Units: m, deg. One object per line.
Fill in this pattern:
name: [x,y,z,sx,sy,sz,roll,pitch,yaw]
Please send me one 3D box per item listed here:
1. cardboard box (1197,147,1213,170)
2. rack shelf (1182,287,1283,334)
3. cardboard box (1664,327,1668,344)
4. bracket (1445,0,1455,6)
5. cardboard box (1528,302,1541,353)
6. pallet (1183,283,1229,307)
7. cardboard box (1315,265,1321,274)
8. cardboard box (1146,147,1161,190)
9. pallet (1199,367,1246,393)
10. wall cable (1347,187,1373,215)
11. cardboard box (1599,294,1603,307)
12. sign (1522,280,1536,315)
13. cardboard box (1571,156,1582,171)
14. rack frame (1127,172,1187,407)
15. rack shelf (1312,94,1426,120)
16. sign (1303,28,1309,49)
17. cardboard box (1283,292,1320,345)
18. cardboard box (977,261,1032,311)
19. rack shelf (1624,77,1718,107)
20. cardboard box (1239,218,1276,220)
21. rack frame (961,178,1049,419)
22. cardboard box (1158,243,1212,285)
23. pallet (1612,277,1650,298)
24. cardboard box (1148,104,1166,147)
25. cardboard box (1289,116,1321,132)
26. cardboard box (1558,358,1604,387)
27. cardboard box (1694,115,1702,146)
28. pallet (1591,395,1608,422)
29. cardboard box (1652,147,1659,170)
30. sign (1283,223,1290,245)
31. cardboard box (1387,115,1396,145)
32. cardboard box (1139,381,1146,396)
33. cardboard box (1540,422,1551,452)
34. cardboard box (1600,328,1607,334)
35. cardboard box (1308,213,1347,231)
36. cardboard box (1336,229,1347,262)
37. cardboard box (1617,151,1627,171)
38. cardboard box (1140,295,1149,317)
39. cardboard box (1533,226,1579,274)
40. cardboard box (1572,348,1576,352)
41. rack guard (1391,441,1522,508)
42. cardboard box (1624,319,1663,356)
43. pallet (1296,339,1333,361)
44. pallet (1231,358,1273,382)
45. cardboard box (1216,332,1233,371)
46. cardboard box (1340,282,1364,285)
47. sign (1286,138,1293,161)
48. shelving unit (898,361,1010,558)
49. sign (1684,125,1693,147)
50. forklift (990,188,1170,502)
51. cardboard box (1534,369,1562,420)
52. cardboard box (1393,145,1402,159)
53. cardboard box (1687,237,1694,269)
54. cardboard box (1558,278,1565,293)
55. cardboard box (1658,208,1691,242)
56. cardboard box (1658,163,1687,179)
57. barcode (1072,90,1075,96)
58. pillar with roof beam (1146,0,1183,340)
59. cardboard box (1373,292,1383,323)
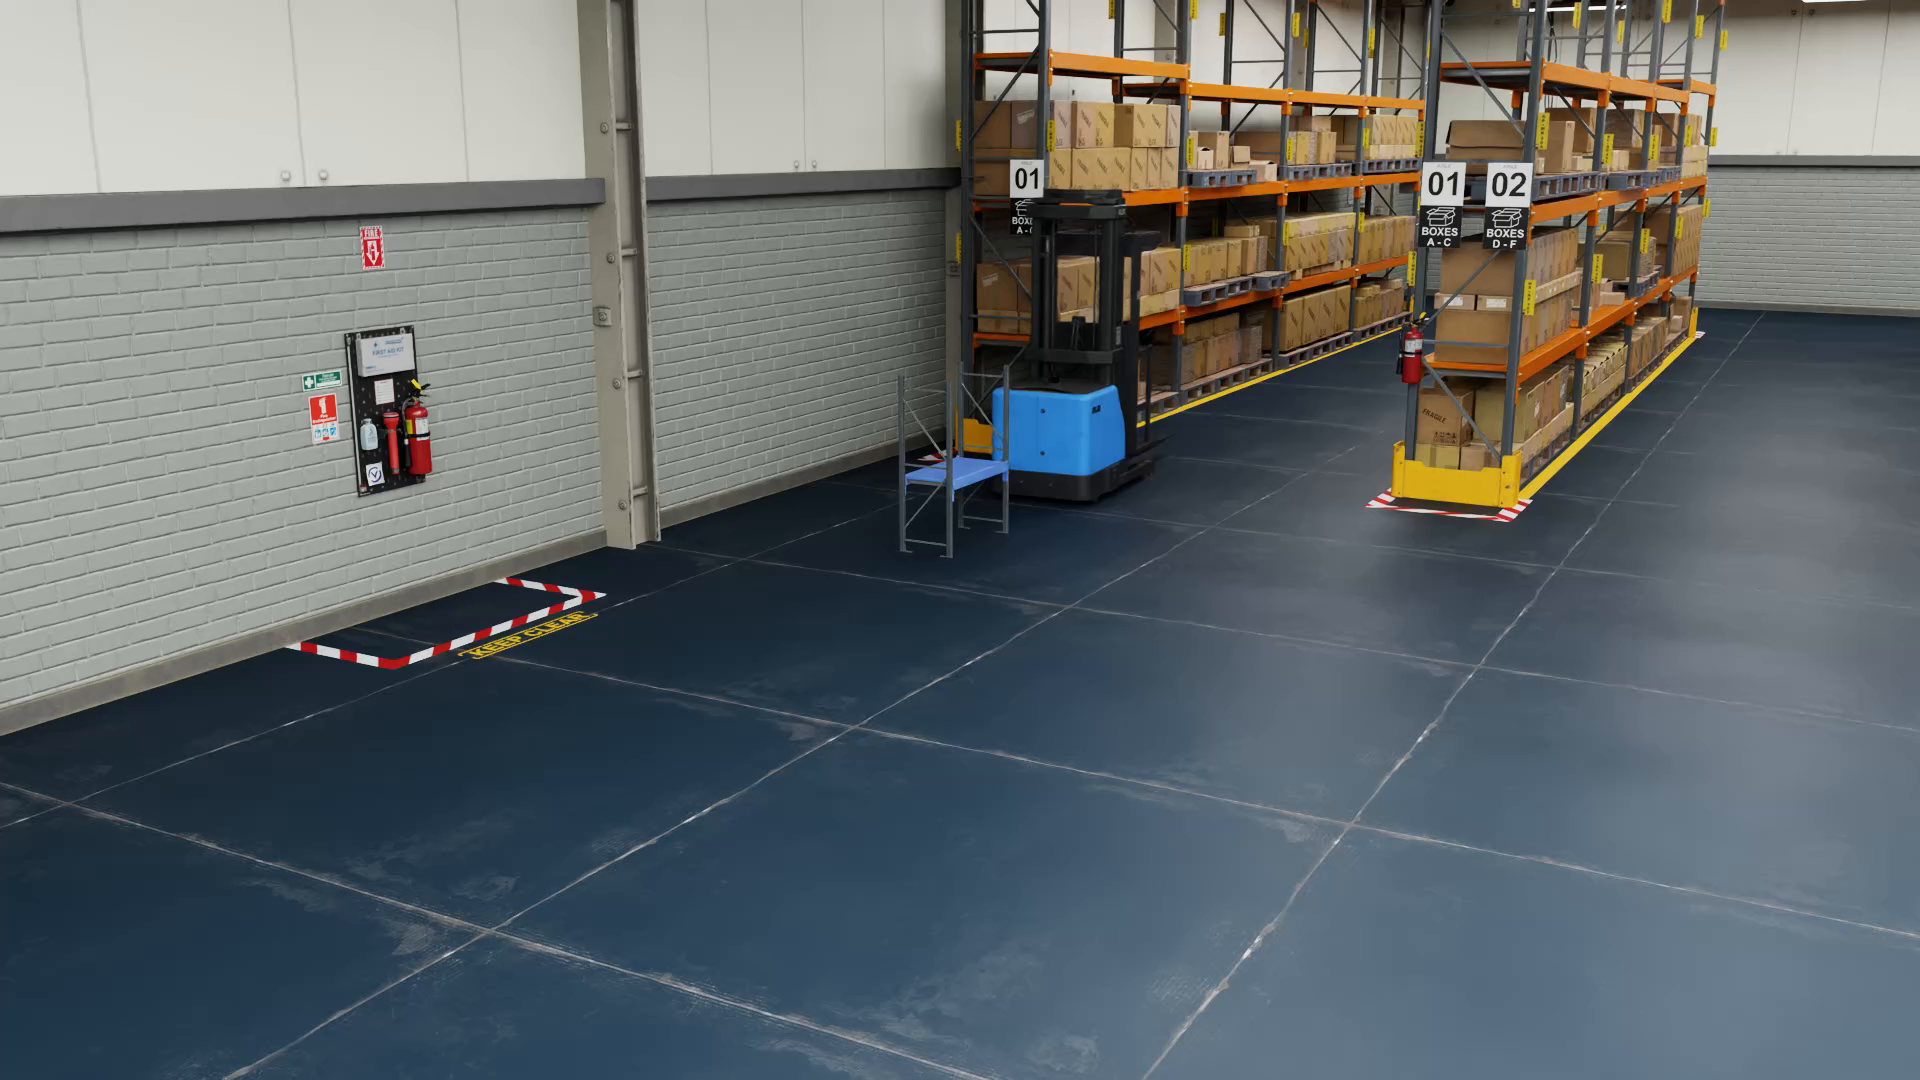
cardboard box: [3.046,-5.093,22.153,0.500,0.311,0.500,8,16,30]
rack shelf: [3.381,-3.305,23.377,1.077,0.370,4.000,7,15,28]
cardboard box: [11.012,-3.294,26.593,0.500,0.311,0.500,7,15,28]
bracket: [10.420,-11.556,35.586,0.235,0.232,0.430,7,15,28]
cardboard box: [5.550,-2.216,17.111,0.700,0.500,0.500,7,15,28]
pallet: [2.911,-3.292,22.196,1.003,0.211,1.213,7,15,28]
cardboard box: [5.575,-4.363,26.724,0.380,0.149,0.250,8,16,30]
cardboard box: [2.131,-4.527,20.255,0.500,0.500,0.500,6,15,23]
pallet: [3.378,-2.300,23.623,1.003,0.211,1.213,7,15,28]
wall cable: [8.006,-6.570,33.218,0.084,1.984,1.851,7,15,28]
cardboard box: [8.119,-3.114,21.588,0.380,0.149,0.250,9,16,32]
sign: [5.301,-2.259,15.486,0.100,0.325,0.005,7,15,28]
cardboard box: [6.408,-4.014,17.724,0.380,0.149,0.250,7,15,28]
rack frame: [2.414,-3.244,21.591,1.000,3.000,0.127,7,15,28]
rack shelf: [7.248,-7.668,29.529,1.077,0.370,4.000,7,15,28]
sign: [5.807,-8.401,27.850,0.100,0.325,0.005,7,15,28]
cardboard box: [5.247,-3.539,26.505,0.750,0.750,0.750,7,15,28]
cardboard box: [0.522,-2.846,18.615,0.500,0.500,0.500,7,15,27]
rack shelf: [11.586,-7.301,27.158,1.077,0.370,4.000,7,15,28]
cardboard box: [4.593,-4.861,25.805,0.500,0.250,0.500,7,15,26]
rack frame: [0.480,-2.424,18.187,1.000,3.000,0.127,7,15,28]
cardboard box: [2.966,-3.721,22.417,0.700,0.500,0.500,9,16,34]
pallet: [8.952,-3.558,23.303,1.213,0.211,1.003,7,15,28]
cardboard box: [2.152,-4.999,20.081,0.500,0.500,0.500,8,16,31]
cardboard box: [5.487,-6.690,26.732,0.500,0.250,0.500,7,15,26]
cardboard box: [7.666,-2.089,20.573,0.500,0.311,0.500,7,15,26]
cardboard box: [12.319,-7.032,28.553,0.700,0.500,0.500,7,15,28]
pallet: [7.663,-1.735,21.281,1.003,0.211,1.213,7,15,28]
cardboard box: [9.365,-5.316,23.571,0.910,0.500,0.500,7,15,28]
sign: [4.827,-4.530,24.622,0.100,0.325,0.005,7,15,28]
cardboard box: [7.349,-7.211,29.255,0.500,0.500,0.500,7,15,28]
cardboard box: [2.182,-1.968,21.402,0.380,0.166,0.250,5,15,21]
cardboard box: [5.999,-1.123,17.763,0.500,0.250,0.500,7,15,28]
cardboard box: [8.956,-3.098,23.780,0.500,0.250,0.500,8,16,30]
cardboard box: [6.024,-5.225,27.314,0.500,0.250,0.500,8,16,29]
cardboard box: [6.041,-4.860,27.400,0.500,0.500,0.500,8,15,28]
cardboard box: [8.278,-4.885,21.420,0.500,0.250,0.500,8,16,30]
cardboard box: [1.973,-2.844,20.205,0.500,0.250,0.500,7,15,28]
cardboard box: [6.543,-3.271,18.722,0.700,0.500,0.500,7,15,28]
cardboard box: [7.929,-2.462,22.119,0.500,0.311,0.500,7,15,27]
rack guard: [4.807,-0.643,16.135,1.175,0.500,0.348,7,15,28]
cardboard box: [10.386,-3.090,25.344,0.500,0.500,0.500,7,15,28]
pallet: [5.386,-3.112,26.992,1.003,0.211,1.213,7,15,28]
pallet: [3.969,-2.549,24.658,1.003,0.211,1.213,7,15,28]
cardboard box: [3.479,-2.712,23.779,0.700,0.500,0.500,7,15,28]
cardboard box: [7.115,-4.592,30.234,0.380,0.149,0.250,7,15,27]
sign: [4.822,-5.713,24.326,0.100,0.325,0.005,7,15,28]
shelving unit: [-0.041,-0.712,14.285,0.538,1.500,1.048,7,15,28]
sign: [11.107,-6.164,25.358,0.100,0.325,0.005,7,15,28]
forklift: [1.380,-2.090,16.949,1.130,2.935,3.031,6,15,25]
cardboard box: [6.229,-1.592,18.107,0.500,0.500,0.500,7,15,28]
cardboard box: [7.595,-6.950,29.772,0.500,0.250,0.500,7,15,26]
cardboard box: [12.081,-4.863,28.092,0.500,0.500,0.500,8,15,28]
cardboard box: [6.315,-2.759,17.981,0.380,0.149,0.250,7,15,28]
cardboard box: [11.592,-5.136,27.091,0.500,0.500,0.500,7,15,26]
cardboard box: [11.071,-5.782,26.038,0.500,0.250,0.500,7,15,28]
barcode: [1.366,-5.390,20.036,0.001,0.075,0.075,7,15,28]
pillar with roof beam: [6.731,-6.325,21.569,9.100,9.000,0.400,7,15,28]
cardboard box: [7.228,-4.224,30.093,0.700,0.500,0.500,8,16,29]
